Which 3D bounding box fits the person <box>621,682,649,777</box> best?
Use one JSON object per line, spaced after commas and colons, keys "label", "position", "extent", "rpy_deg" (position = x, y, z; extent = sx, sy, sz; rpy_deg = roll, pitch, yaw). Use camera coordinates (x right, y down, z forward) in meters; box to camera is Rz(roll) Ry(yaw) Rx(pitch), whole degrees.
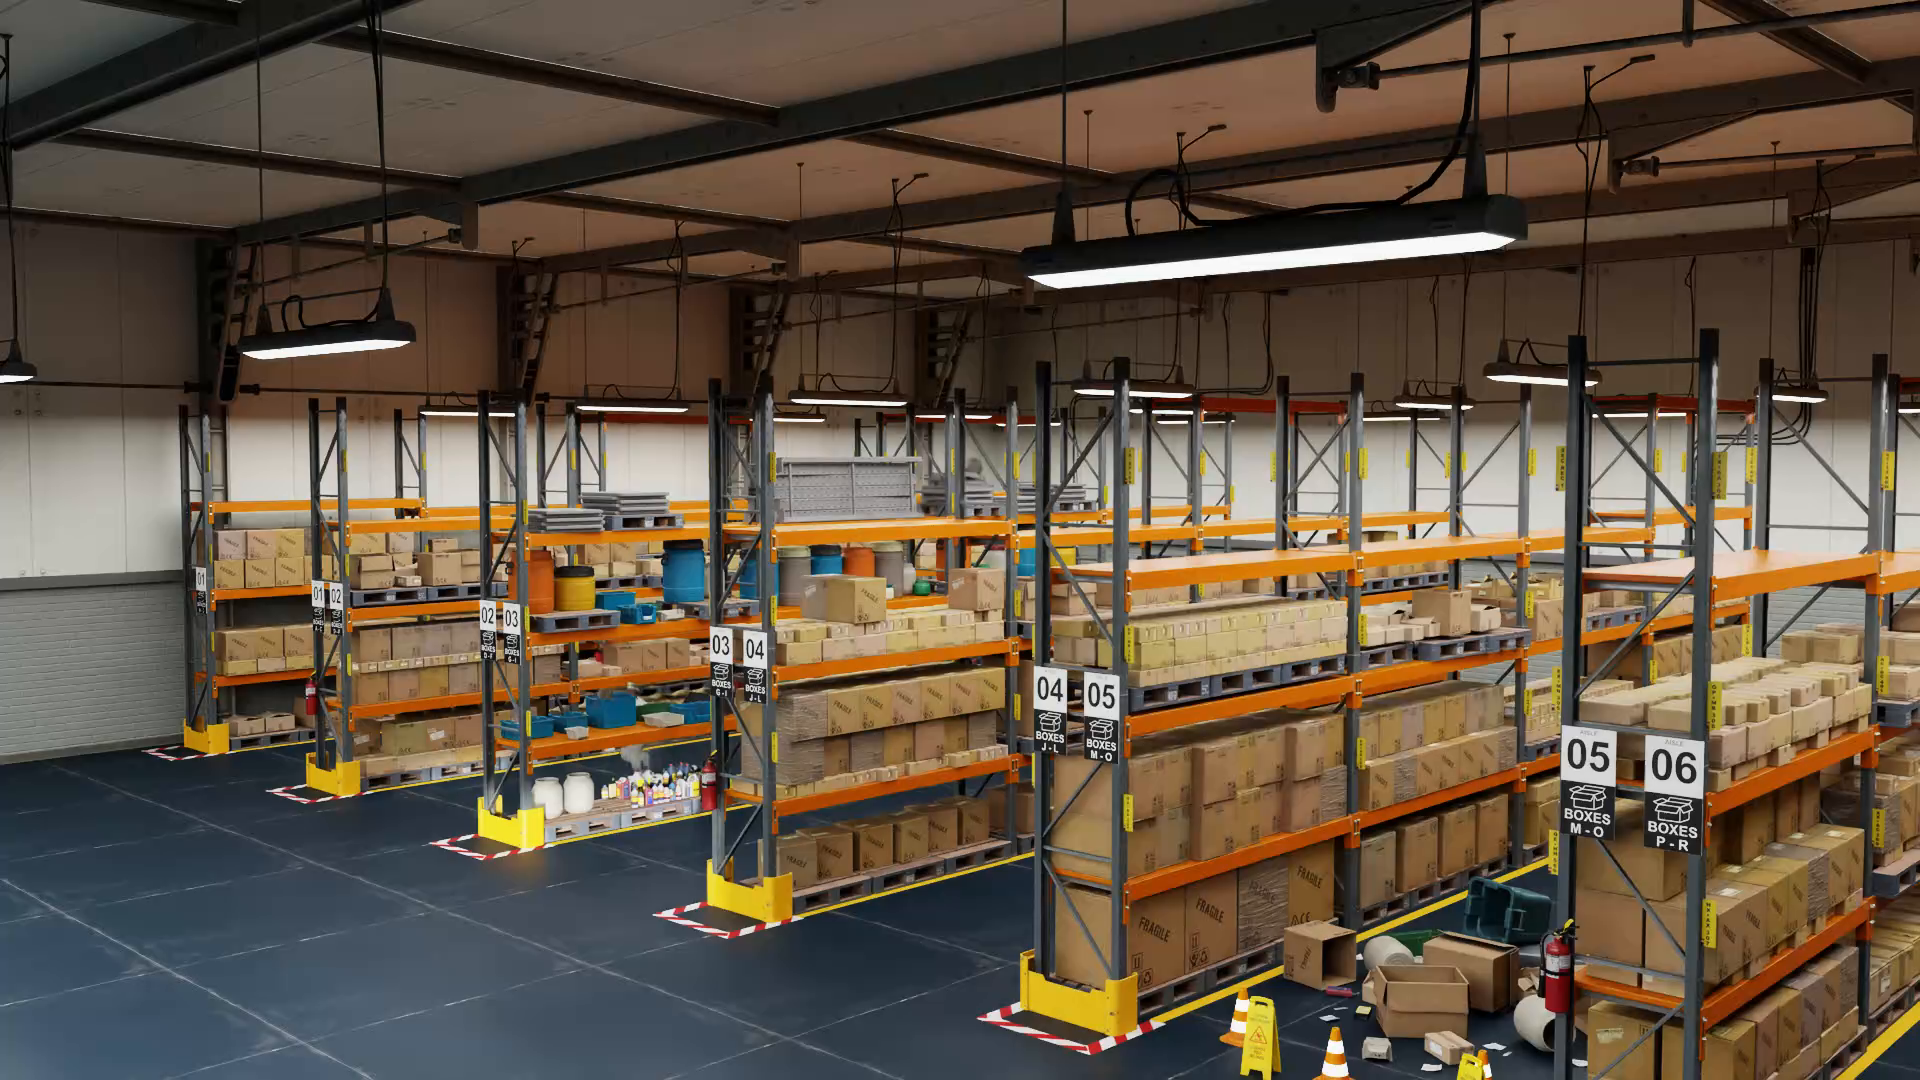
{"label": "person", "position": [-5.058, 3.002, 25.794], "extent": [0.615, 1.649, 0.644], "rpy_deg": [2, 4, 35]}

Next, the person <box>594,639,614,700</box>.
{"label": "person", "position": [-6.673, 2.686, 31.021], "extent": [0.662, 1.715, 0.643], "rpy_deg": [2, 4, 37]}
